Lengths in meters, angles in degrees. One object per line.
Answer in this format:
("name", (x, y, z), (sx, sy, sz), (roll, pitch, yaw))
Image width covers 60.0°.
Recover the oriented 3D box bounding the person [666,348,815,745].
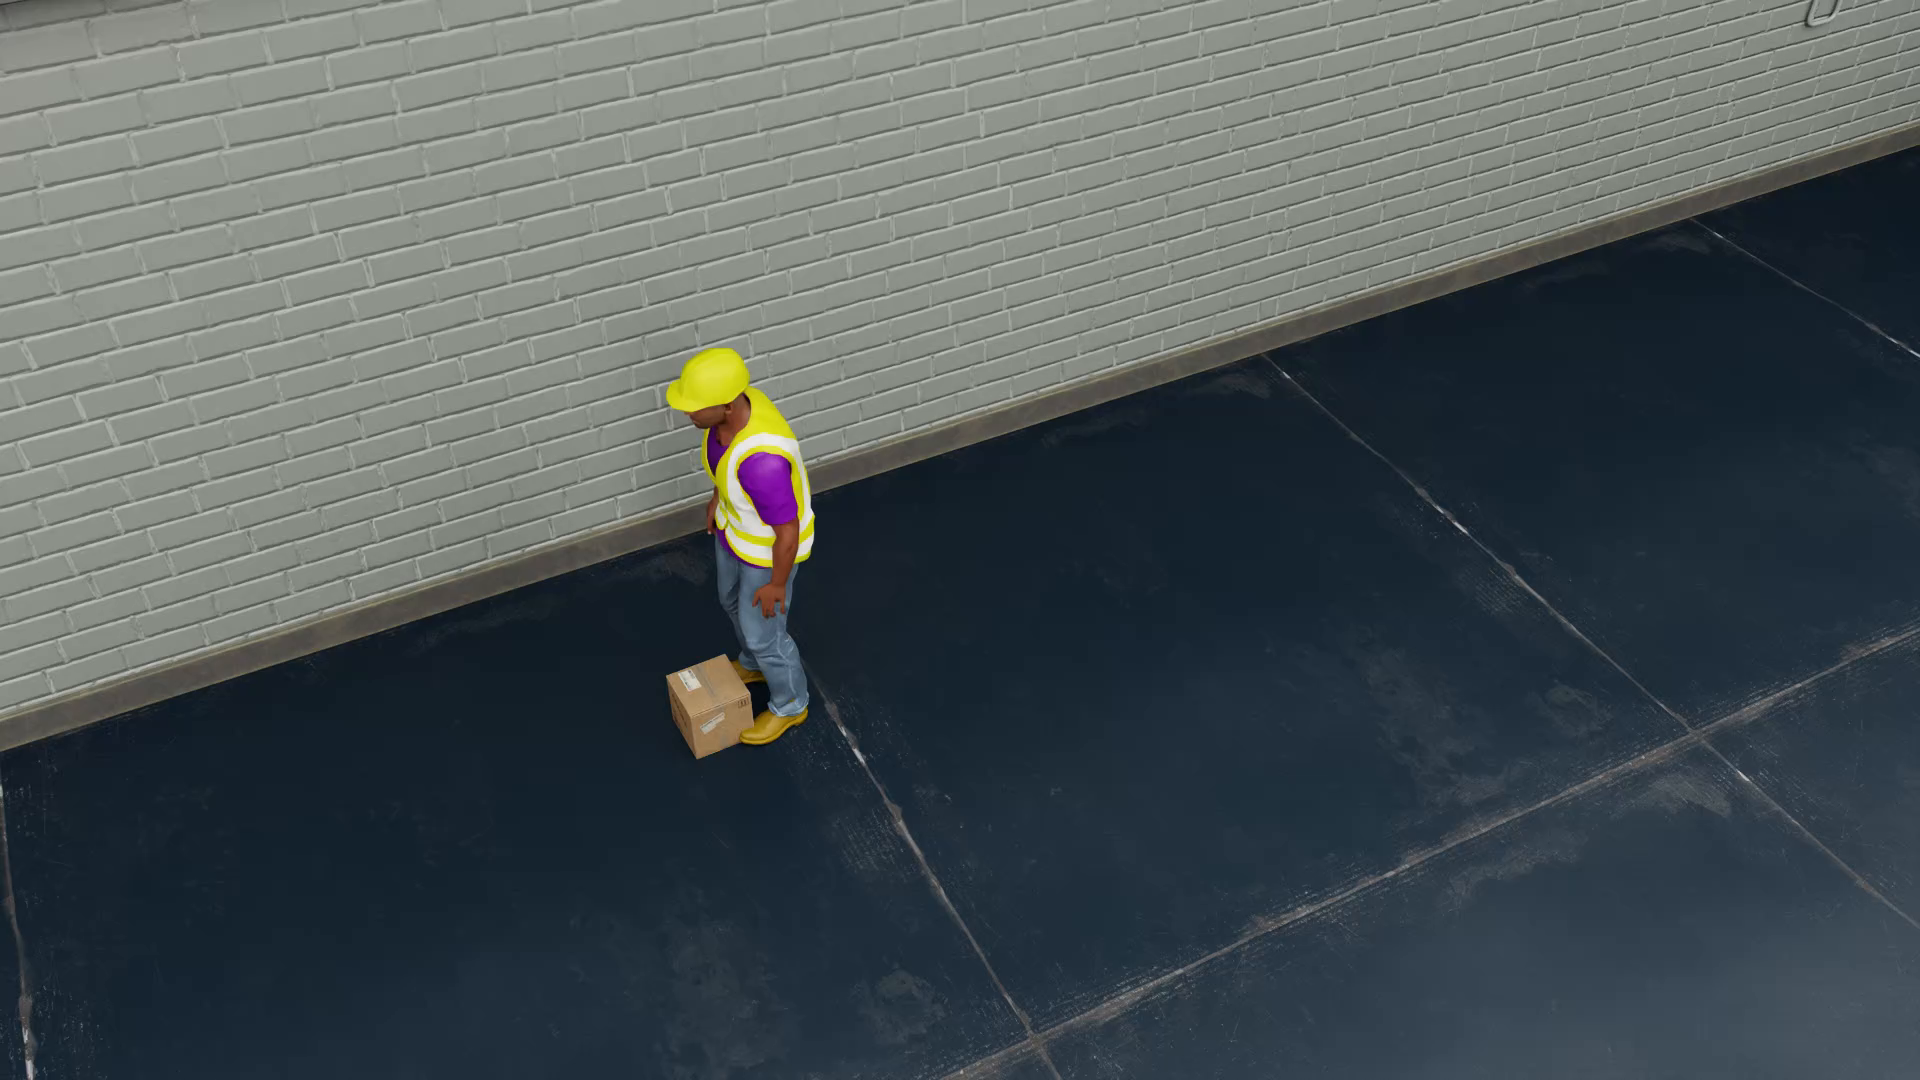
("person", (-0.784, 0.005, 6.138), (0.461, 1.760, 0.626), (-19, 45, -21))
